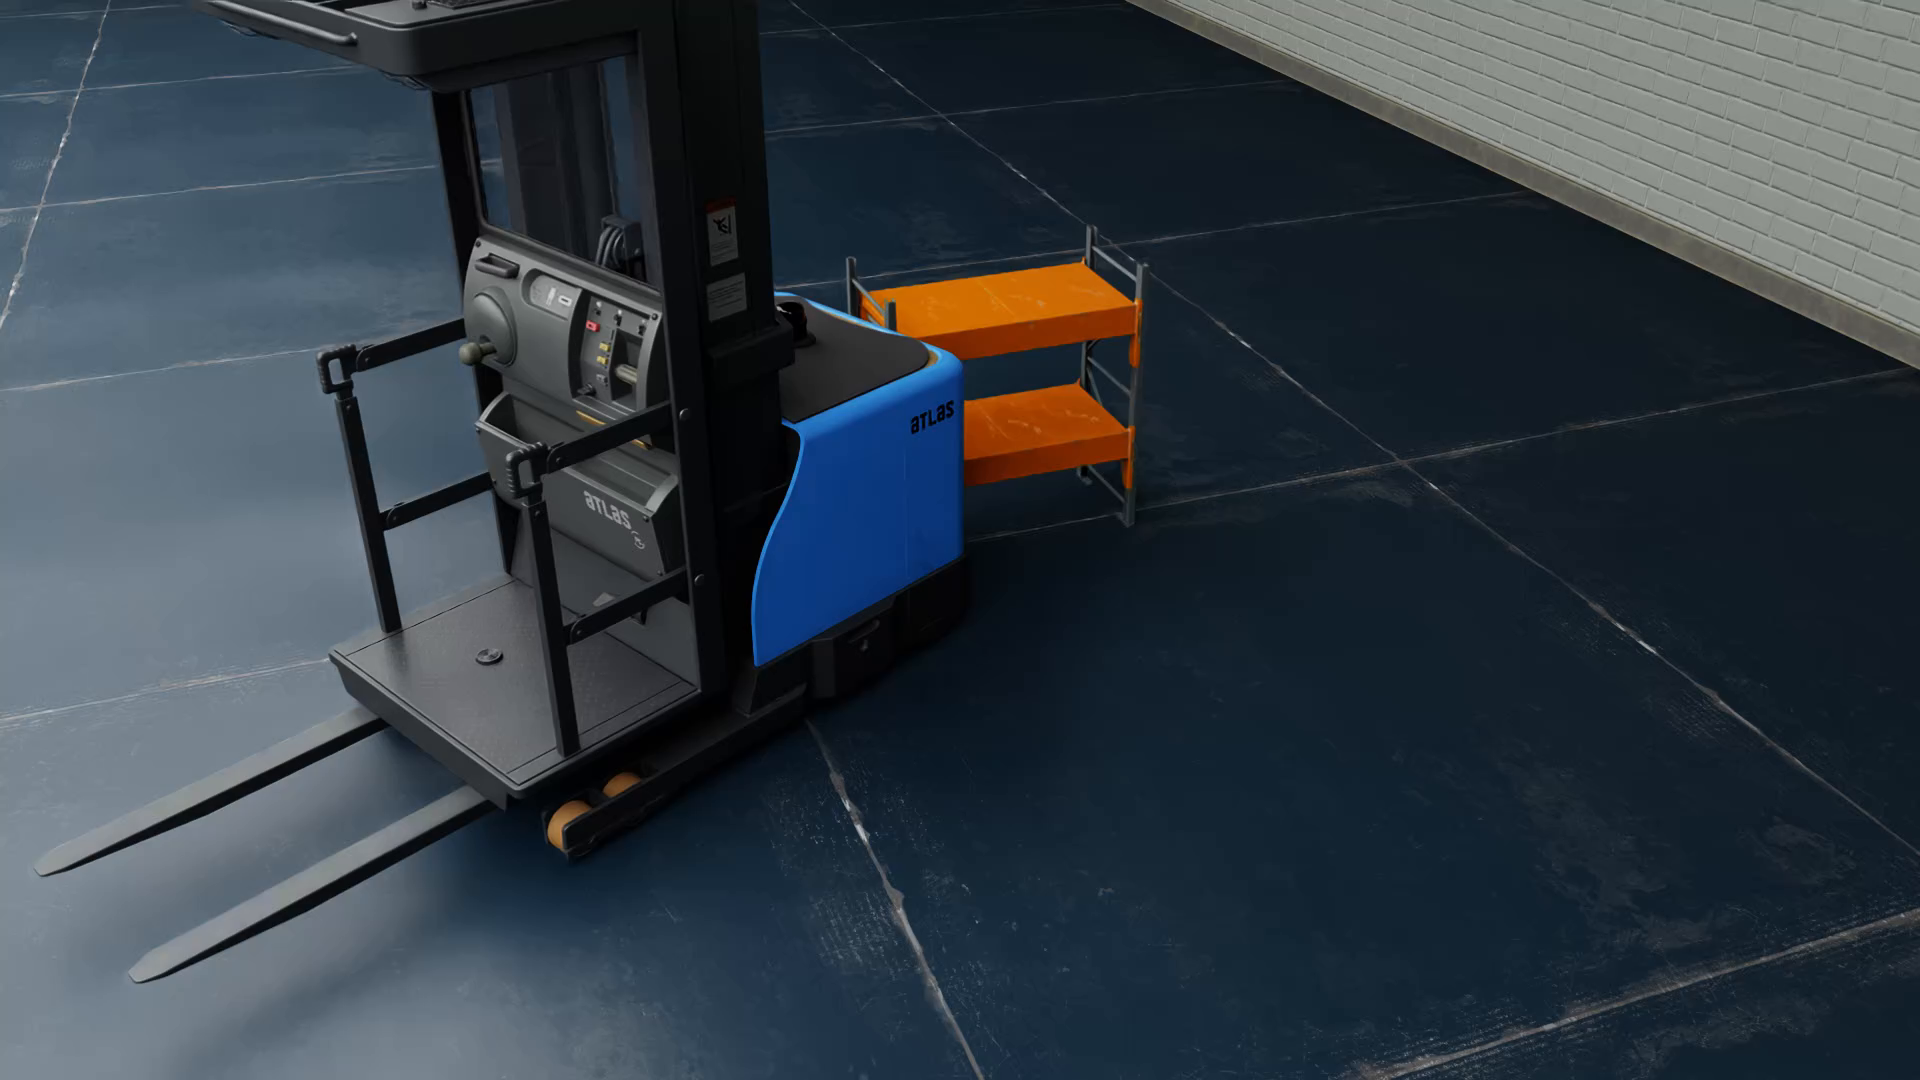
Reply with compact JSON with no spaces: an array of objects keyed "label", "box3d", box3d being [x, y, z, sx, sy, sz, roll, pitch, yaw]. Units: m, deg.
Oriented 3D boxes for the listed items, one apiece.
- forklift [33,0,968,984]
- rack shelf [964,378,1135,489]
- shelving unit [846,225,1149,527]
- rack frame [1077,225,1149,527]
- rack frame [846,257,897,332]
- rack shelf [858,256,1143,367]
[{"label":"forklift","box3d":[-1.340,-0.597,4.837,1.130,2.935,3.031,25,38,36]},{"label":"rack shelf","box3d":[0.140,-0.359,6.738,1.000,0.278,0.538,-11,31,-18]},{"label":"shelving unit","box3d":[0.140,-0.572,6.617,1.048,1.125,0.538,-11,31,-18]},{"label":"rack frame","box3d":[0.614,-0.663,6.777,0.032,1.125,0.500,-11,31,-18]},{"label":"rack frame","box3d":[-0.334,-0.481,6.458,0.032,1.125,0.500,-11,31,-18]},{"label":"rack shelf","box3d":[0.140,-0.826,6.472,1.000,0.278,0.538,-11,31,-18]}]
